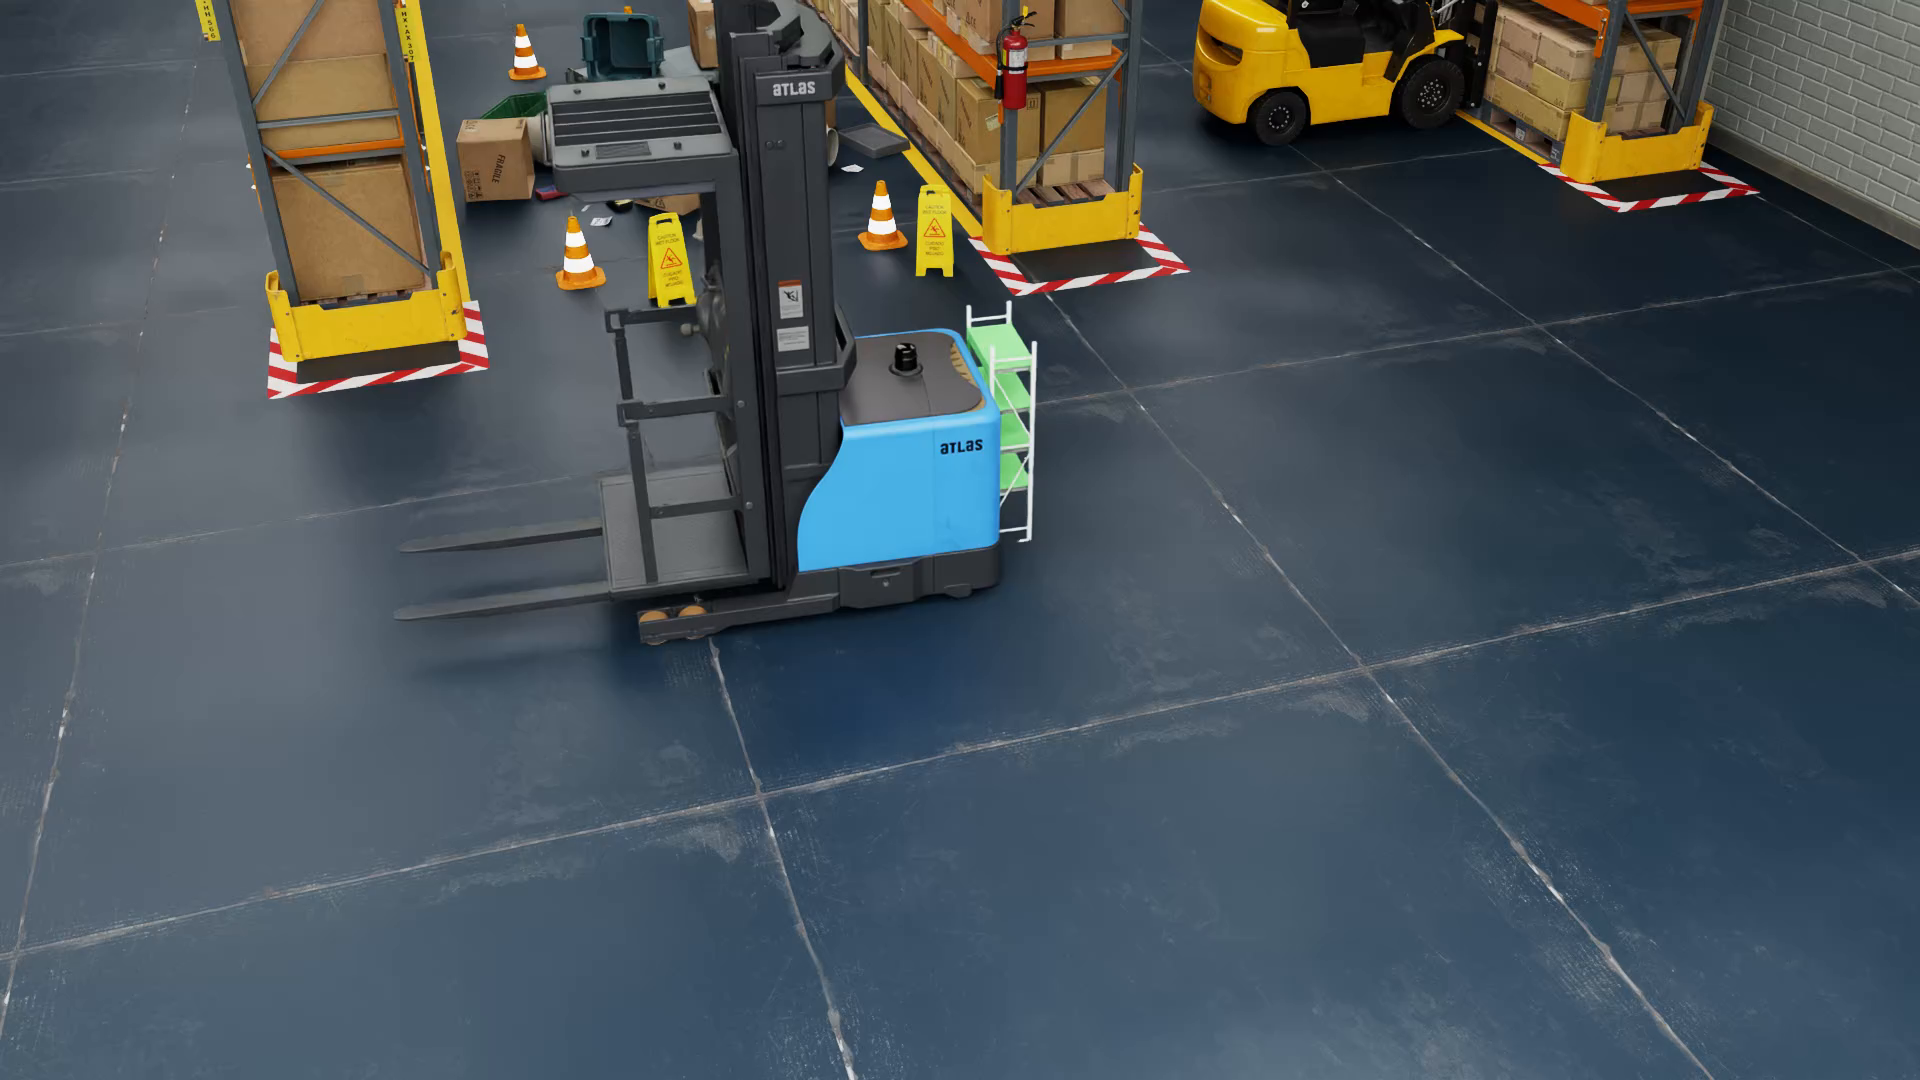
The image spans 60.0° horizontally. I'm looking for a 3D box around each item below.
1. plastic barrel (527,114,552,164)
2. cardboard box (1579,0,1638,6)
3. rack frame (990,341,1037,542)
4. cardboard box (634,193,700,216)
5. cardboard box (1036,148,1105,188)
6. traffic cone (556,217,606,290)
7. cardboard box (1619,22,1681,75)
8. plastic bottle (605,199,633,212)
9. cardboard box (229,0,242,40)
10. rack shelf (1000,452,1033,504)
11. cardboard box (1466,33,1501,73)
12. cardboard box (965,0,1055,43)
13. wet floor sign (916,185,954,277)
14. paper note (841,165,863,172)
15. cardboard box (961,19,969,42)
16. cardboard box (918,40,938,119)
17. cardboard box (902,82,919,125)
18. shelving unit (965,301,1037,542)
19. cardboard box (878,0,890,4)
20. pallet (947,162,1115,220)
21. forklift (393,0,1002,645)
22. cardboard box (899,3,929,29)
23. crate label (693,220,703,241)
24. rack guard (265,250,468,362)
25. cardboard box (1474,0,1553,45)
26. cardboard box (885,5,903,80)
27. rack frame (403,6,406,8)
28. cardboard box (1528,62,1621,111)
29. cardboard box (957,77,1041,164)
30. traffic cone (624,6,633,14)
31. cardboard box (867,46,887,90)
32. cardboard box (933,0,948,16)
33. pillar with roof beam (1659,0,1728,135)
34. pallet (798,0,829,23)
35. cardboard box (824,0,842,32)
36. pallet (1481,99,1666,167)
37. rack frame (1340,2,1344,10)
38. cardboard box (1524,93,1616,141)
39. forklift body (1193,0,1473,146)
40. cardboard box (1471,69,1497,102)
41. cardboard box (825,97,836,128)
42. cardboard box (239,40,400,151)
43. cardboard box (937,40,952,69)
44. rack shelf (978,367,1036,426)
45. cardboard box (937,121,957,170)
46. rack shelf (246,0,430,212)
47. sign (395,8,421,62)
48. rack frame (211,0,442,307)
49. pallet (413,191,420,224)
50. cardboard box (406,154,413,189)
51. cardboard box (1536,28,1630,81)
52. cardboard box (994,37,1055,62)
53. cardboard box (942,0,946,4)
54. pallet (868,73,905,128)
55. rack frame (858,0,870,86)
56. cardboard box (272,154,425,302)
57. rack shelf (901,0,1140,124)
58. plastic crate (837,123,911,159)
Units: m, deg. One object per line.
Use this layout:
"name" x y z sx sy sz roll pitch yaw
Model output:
"plastic barrel" -3.314 -3.288 13.661 0.512 0.421 0.421 13 36 18
"cardboard box" 5.108 -4.578 13.186 0.500 0.500 0.500 -11 35 -16
"rack frame" 0.269 -0.486 8.716 0.240 1.200 0.015 -8 34 -11
"cardboard box" -2.165 -2.940 13.063 0.637 0.503 0.797 19 38 26
"cardboard box" 0.799 -2.984 12.977 0.500 0.250 0.500 -10 35 -15
"traffic cone" -2.711 -2.059 11.766 0.336 0.463 0.334 -10 35 -15
"cardboard box" 5.542 -4.052 13.686 0.500 0.250 0.500 -11 35 -15
"plastic bottle" -2.688 -2.650 13.025 0.133 0.061 0.283 -23 40 -31
"cardboard box" -4.233 -3.588 10.663 0.875 0.550 0.550 -10 35 -15
"rack shelf" 0.211 -0.363 9.082 0.258 0.148 0.480 -8 34 -11
"cardboard box" 4.742 -4.294 14.507 0.500 0.250 0.500 -11 35 -16
"cardboard box" 0.354 -3.890 11.875 0.500 0.500 0.500 -11 35 -16
"wet floor sign" -0.179 -2.224 11.849 0.267 0.644 0.232 1 33 2
"paper note" -0.881 -3.059 13.671 0.142 0.019 0.148 -23 40 -31
"cardboard box" 0.224 -3.794 12.318 0.380 0.149 0.250 -11 35 -16
"cardboard box" -0.020 -3.743 13.446 0.500 0.500 0.500 -11 35 -16
"cardboard box" -0.177 -3.702 14.064 0.500 0.250 0.500 -10 35 -15
"shelving unit" 0.211 -0.617 8.914 0.258 1.200 0.503 -8 34 -11
"cardboard box" -0.534 -4.766 14.406 0.380 0.149 0.250 -10 35 -14
"pallet" 0.545 -2.795 13.107 1.003 0.211 1.213 -10 35 -15
"forklift" -1.358 -1.023 7.959 3.031 2.935 1.130 -7 34 -11
"cardboard box" -0.291 -4.356 13.785 0.380 0.149 0.250 -8 34 -12
"crate label" -1.830 -2.337 12.482 0.298 0.136 0.250 27 42 34
"rack guard" -3.894 -1.545 10.953 1.175 0.500 0.348 -10 35 -15
"cardboard box" 4.746 -4.487 14.345 0.500 0.250 0.500 -10 35 -14
"cardboard box" -0.341 -4.292 14.277 0.500 0.500 0.500 -9 34 -13
"rack frame" -6.341 -6.800 16.640 1.000 3.000 0.127 -10 35 -15
"cardboard box" 5.062 -3.762 13.701 0.500 0.250 0.500 -10 35 -15
"cardboard box" 0.289 -3.203 12.629 0.500 0.500 0.500 -10 35 -14
"traffic cone" -3.190 -4.927 16.106 0.336 0.463 0.334 -10 35 -15
"cardboard box" -0.515 -4.258 14.906 0.500 0.250 0.500 -12 35 -17
"cardboard box" 0.008 -4.201 12.934 0.380 0.149 0.250 -10 35 -15
"pillar with roof beam" 2.054 -6.618 10.923 9.100 9.000 0.400 -10 35 -15
"pallet" -1.053 -5.472 17.160 1.003 0.211 1.213 -10 35 -15
"cardboard box" -0.823 -5.316 16.397 0.950 0.372 0.625 -8 34 -12
"pallet" 5.235 -3.553 14.255 1.003 0.211 1.213 -10 35 -15
"rack frame" 4.288 -6.422 16.068 1.000 3.000 0.127 -10 35 -15
"cardboard box" 5.064 -3.544 13.825 0.500 0.250 0.500 -10 35 -14
"forklift body" 3.192 -4.657 14.166 2.313 2.155 1.214 -10 35 -15
"cardboard box" 4.777 -4.071 14.622 0.500 0.250 0.500 -10 35 -14
"cardboard box" -1.407 -3.752 14.292 0.500 0.500 0.500 13 36 18
"cardboard box" -4.057 -2.850 10.525 0.875 0.550 0.550 -10 35 -15
"cardboard box" 0.040 -3.788 12.925 0.380 0.149 0.250 -9 35 -14
"rack shelf" 0.211 -0.763 8.817 0.258 0.148 0.480 -8 34 -11
"cardboard box" 0.129 -3.166 13.253 0.500 0.250 0.500 -10 35 -15
"rack shelf" -4.511 -3.350 12.071 1.077 0.370 4.000 -10 35 -15
"sign" -3.371 -3.084 10.159 0.100 0.325 0.005 -10 35 -15
"rack frame" -3.901 -2.600 10.283 1.000 3.000 0.127 -10 35 -15
"pallet" -4.588 -2.483 12.635 1.003 0.211 1.213 -10 35 -15
"cardboard box" -4.718 -3.174 12.699 0.875 0.875 0.875 -10 35 -14
"cardboard box" 5.071 -3.957 13.543 0.500 0.250 0.500 -9 34 -13
"cardboard box" 0.464 -3.541 11.935 0.380 0.149 0.250 -9 34 -13
"cardboard box" 0.057 -4.417 12.672 0.500 0.500 0.500 -10 35 -15
"pallet" -0.199 -4.076 15.046 1.003 0.211 1.213 -10 35 -15
"rack frame" -0.438 -5.586 14.802 1.000 3.000 0.127 -10 35 -15
"cardboard box" -4.171 -2.234 11.275 0.875 0.875 0.875 -10 35 -14
"rack shelf" 0.172 -4.235 13.411 1.077 0.370 4.000 -10 35 -15
"plastic crate" -0.740 -3.405 14.150 0.402 0.080 0.583 -23 40 -31
